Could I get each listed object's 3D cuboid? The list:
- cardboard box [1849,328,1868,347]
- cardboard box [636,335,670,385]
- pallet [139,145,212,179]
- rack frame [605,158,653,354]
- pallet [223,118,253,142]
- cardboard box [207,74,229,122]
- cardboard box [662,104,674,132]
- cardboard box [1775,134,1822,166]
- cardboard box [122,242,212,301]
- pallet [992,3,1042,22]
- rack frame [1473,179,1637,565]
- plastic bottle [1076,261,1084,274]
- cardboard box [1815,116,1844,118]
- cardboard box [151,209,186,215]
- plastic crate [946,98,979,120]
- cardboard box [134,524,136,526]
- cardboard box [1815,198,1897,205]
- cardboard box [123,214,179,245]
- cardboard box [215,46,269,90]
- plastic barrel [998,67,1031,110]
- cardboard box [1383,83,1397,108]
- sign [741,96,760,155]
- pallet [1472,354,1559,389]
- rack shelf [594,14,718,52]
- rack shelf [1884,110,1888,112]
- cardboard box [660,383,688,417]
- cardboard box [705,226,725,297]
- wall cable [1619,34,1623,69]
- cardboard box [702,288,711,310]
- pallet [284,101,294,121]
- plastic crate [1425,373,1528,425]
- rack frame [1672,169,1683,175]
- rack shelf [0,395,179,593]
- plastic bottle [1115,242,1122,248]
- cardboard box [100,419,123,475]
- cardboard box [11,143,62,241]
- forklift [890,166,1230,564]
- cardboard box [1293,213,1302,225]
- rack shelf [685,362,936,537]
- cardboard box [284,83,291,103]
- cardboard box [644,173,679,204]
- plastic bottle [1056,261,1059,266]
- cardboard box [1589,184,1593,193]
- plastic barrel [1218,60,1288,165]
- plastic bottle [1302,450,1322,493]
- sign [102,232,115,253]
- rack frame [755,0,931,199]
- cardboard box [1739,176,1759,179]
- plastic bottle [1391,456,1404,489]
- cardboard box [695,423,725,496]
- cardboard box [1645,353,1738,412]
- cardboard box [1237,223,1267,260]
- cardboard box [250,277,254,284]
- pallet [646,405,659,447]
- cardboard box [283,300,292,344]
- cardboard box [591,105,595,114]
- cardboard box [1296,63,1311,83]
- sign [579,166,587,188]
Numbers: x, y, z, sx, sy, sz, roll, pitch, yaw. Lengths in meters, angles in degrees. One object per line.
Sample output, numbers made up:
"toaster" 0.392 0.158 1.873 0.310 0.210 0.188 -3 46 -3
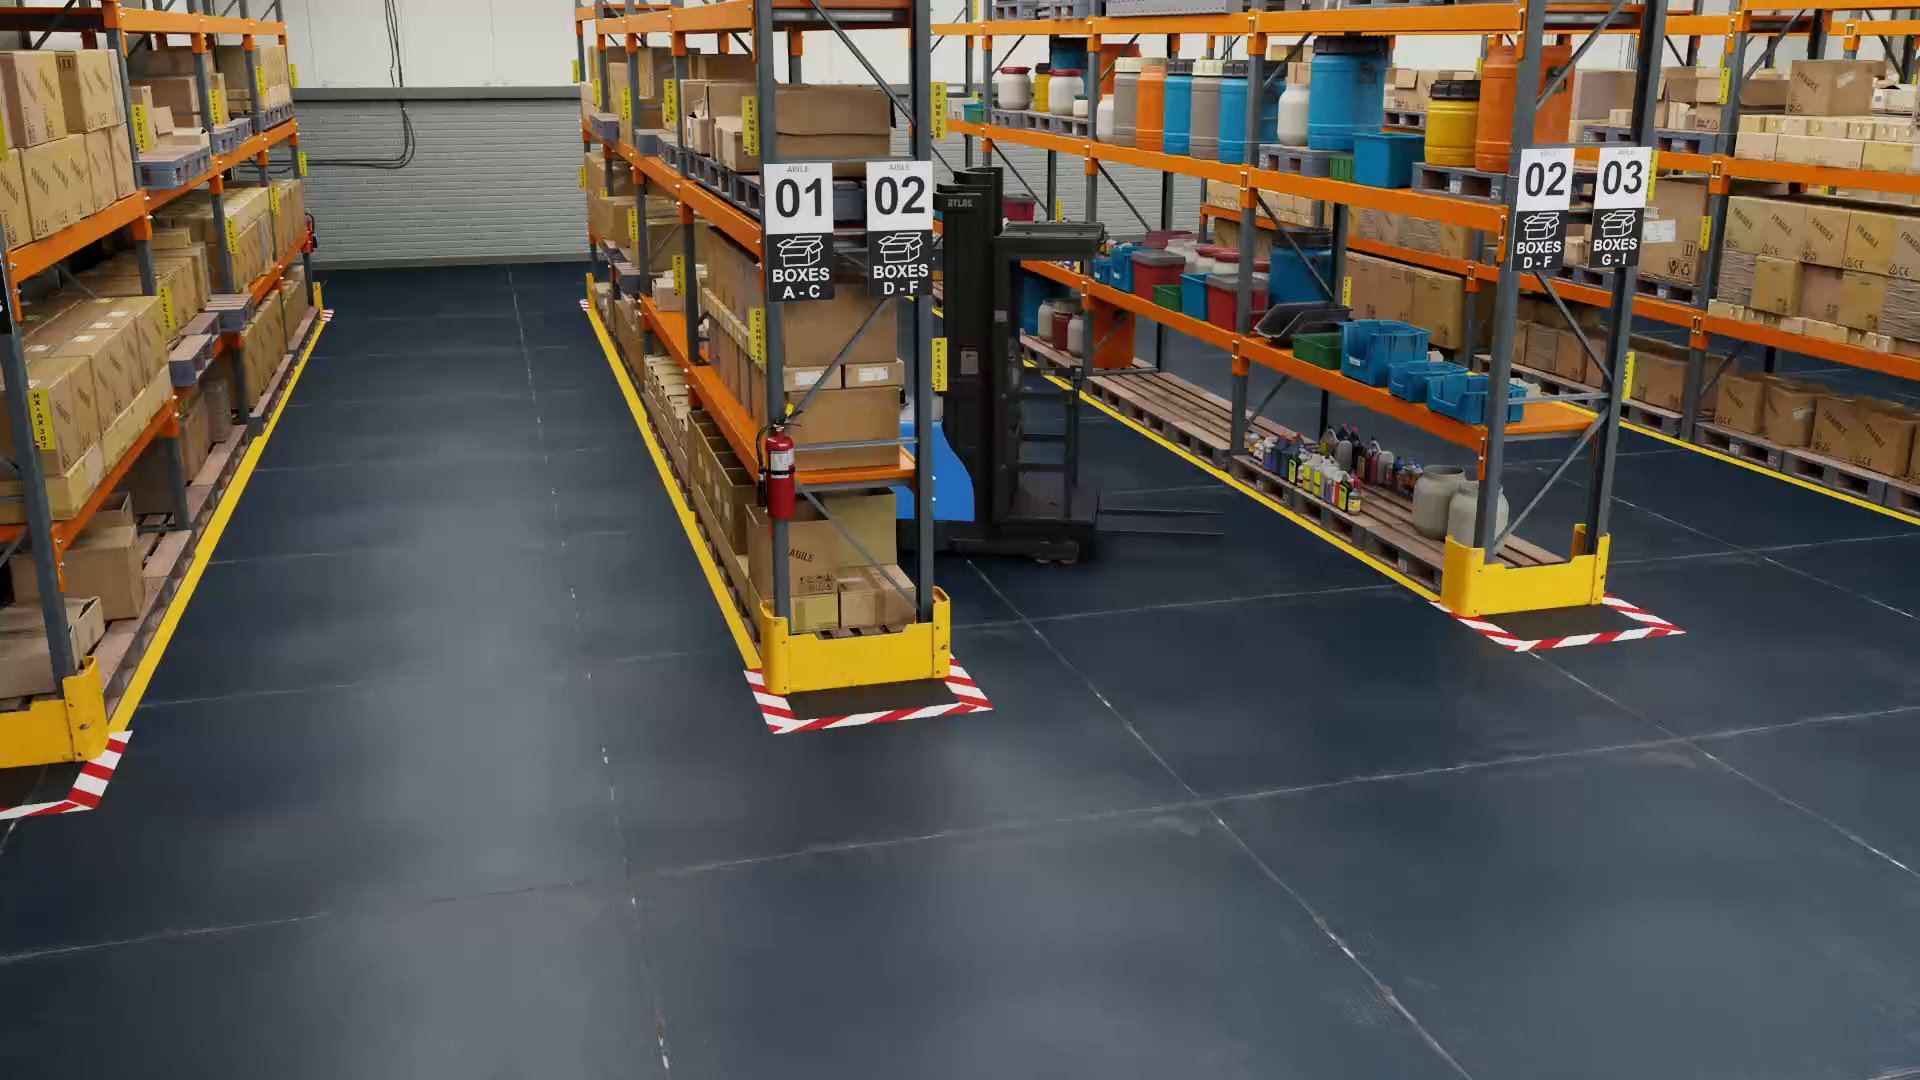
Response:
"cardboard box" 8.069 -1.783 14.611 0.380 0.149 0.250 -5 17 -15
"cardboard box" -3.346 -2.044 18.623 0.500 0.500 0.500 -4 17 -13
"pallet" -6.881 -3.104 13.683 1.213 0.211 1.003 -5 17 -15
"rack frame" -3.962 -3.897 21.211 1.000 3.000 0.127 -5 17 -15
"pallet" -8.425 -4.599 18.668 0.805 0.209 1.217 -5 18 -17
"cardboard box" -8.373 -4.798 18.060 0.700 0.500 0.500 -5 17 -16
"cardboard box" -2.684 -4.235 16.654 0.500 0.250 0.500 -6 18 -19
"cardboard box" 7.790 -3.540 15.070 0.500 0.250 0.500 -5 17 -16
"cardboard box" -7.486 -2.527 15.712 0.700 0.500 0.500 -7 18 -22
"pallet" 1.058 -6.652 20.979 1.003 0.211 1.213 -5 17 -15
"rack frame" 4.099 -0.968 11.461 1.000 3.000 0.127 -5 17 -15
"plastic bottle" 1.379 -3.203 19.105 0.061 0.283 0.133 -5 17 -15
"cardboard box" 8.115 -3.874 15.487 0.380 0.149 0.250 -4 17 -15
"cardboard box" -8.138 -3.205 16.880 0.500 0.250 0.500 -5 18 -17
"plastic crate" 0.014 -6.136 23.658 0.437 0.282 0.530 -5 17 -15
"cardboard box" -6.350 0.001 12.396 0.380 0.166 0.250 -7 18 -22
"cardboard box" 8.289 -2.894 15.445 0.500 0.500 0.500 -5 17 -15
"cardboard box" -7.999 -3.062 16.402 0.500 0.250 0.500 -4 17 -14
"cardboard box" -8.651 -5.696 20.041 0.500 0.500 0.500 -5 17 -16
"plastic barrel" 0.705 -5.825 21.449 0.433 0.535 0.433 0 17 0
"cardboard box" 5.779 -5.963 22.302 0.500 0.311 0.500 -5 18 -17
"sign" -1.190 -2.361 9.483 0.100 0.325 0.005 -5 17 -15
"pallet" 6.876 -2.021 19.813 1.003 0.211 1.213 -5 17 -15
"rack shelf" -3.413 -5.681 18.667 1.077 0.370 4.000 -5 17 -15
"rack shelf" 14.542 -7.108 27.937 1.077 0.370 4.000 -5 17 -15
"cardboard box" -2.569 -1.347 15.797 0.500 0.311 0.500 -5 17 -16
"cardboard box" -1.636 -2.231 13.236 0.700 0.500 0.500 -5 17 -15
"wall cable" 12.883 -11.052 34.603 2.355 3.000 0.029 -5 17 -15
"cardboard box" -1.876 -1.953 13.438 0.380 0.149 0.250 -5 17 -15
"pallet" -9.610 -5.800 22.488 1.003 0.211 1.213 -5 17 -15
"plastic crate" 3.674 -1.012 11.865 0.499 0.251 0.616 -5 17 -15
"rack frame" 10.360 -5.043 25.027 1.000 3.000 0.127 -5 17 -15
"rack shelf" -5.976 -0.394 10.799 1.077 0.370 4.000 -5 17 -15
"plastic bottle" 1.901 -3.422 19.854 0.097 0.271 0.097 0 17 0
"cardboard box" -5.546 -0.567 10.350 0.500 0.250 0.500 -5 17 -16
"cardboard box" -5.391 -1.943 9.282 0.500 0.500 0.500 -4 17 -12
"forklift" 0.620 -1.382 12.959 3.031 2.935 1.130 2 17 7
"cardboard box" 5.094 -4.688 24.283 0.380 0.149 0.250 -4 17 -14
"rack shelf" -1.214 -0.786 12.106 1.077 0.370 4.000 -5 17 -15
"cardboard box" -9.367 -6.043 22.498 0.500 0.250 0.500 -4 17 -14
"cardboard box" -3.821 -4.576 21.561 0.500 0.500 0.500 -4 17 -14
"plastic bottle" 1.195 -3.402 19.789 0.097 0.271 0.097 0 17 0
"cardboard box" 9.956 -5.345 25.341 0.500 0.500 0.500 -5 17 -15
"plastic barrel" 2.651 -3.875 15.052 0.600 0.901 0.708 -5 17 -15
"plastic bottle" 2.991 -0.591 14.044 0.144 0.351 0.185 -5 17 -16
"sign" -8.158 -2.907 15.905 0.100 0.325 0.005 -5 17 -15
"rack frame" -0.665 -3.451 9.298 1.000 3.000 0.127 -5 17 -15
"cardboard box" 14.014 -6.324 29.116 0.500 0.500 0.500 -5 17 -16
"plastic bottle" 3.723 -0.577 14.136 0.097 0.271 0.097 0 17 0
"cardboard box" -1.792 -0.637 13.104 0.500 0.500 0.500 -5 17 -15
"cardboard box" 7.614 -1.651 17.315 0.700 0.500 0.500 -6 18 -20
"cardboard box" 4.967 -4.547 26.337 0.875 0.875 0.875 -5 17 -15
"cardboard box" -7.990 -2.893 18.271 0.380 0.149 0.250 -4 17 -14
"pallet" -2.674 -1.224 17.160 1.003 0.211 1.213 -5 17 -15
"cardboard box" -8.831 -2.723 20.919 0.700 0.500 0.500 -4 17 -15
"cardboard box" -4.625 -5.652 22.100 0.500 0.250 0.500 -5 17 -15
"cardboard box" 5.291 -6.624 23.999 0.700 0.500 0.500 -6 18 -19
"sign" -5.583 -5.375 24.627 0.100 0.325 0.005 -5 17 -15
